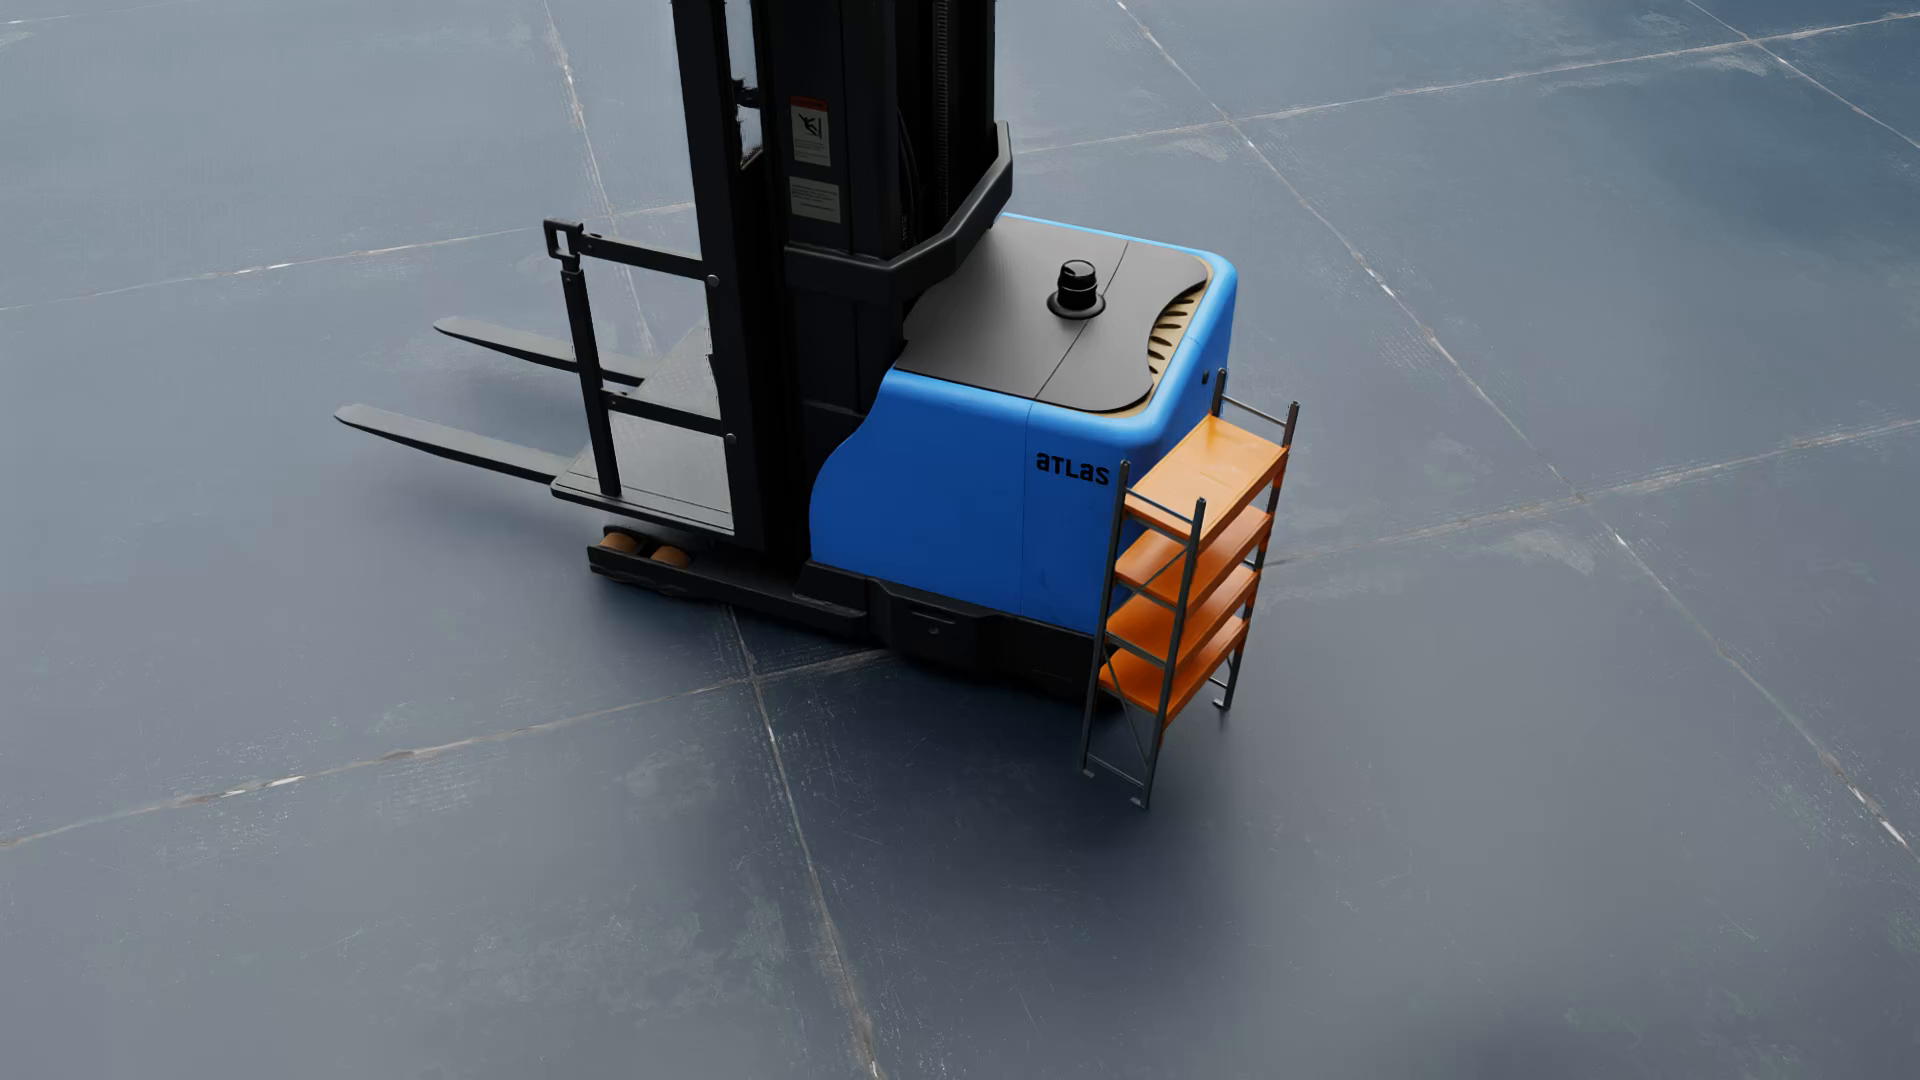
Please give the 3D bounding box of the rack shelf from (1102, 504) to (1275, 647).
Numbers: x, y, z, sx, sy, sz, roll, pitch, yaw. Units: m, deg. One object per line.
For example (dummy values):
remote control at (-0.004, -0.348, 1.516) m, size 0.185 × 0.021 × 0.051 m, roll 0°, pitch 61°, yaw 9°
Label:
rack shelf at (0.625, 0.049, 4.534) m, size 0.258 × 0.148 × 0.480 m, roll 28°, pitch 48°, yaw 24°

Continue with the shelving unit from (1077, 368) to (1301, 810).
shelving unit at (0.618, 0.164, 4.641) m, size 0.258 × 1.200 × 0.503 m, roll 28°, pitch 48°, yaw 24°

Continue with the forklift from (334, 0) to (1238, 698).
forklift at (-0.702, -1.226, 4.925) m, size 3.031 × 2.935 × 1.130 m, roll 14°, pitch 43°, yaw 16°

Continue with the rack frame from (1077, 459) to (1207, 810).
rack frame at (0.474, 0.293, 4.492) m, size 0.240 × 1.200 × 0.015 m, roll 28°, pitch 48°, yaw 24°

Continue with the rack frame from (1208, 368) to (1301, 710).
rack frame at (0.762, 0.034, 4.789) m, size 0.240 × 1.200 × 0.015 m, roll 28°, pitch 48°, yaw 24°

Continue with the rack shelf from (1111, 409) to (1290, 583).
rack shelf at (0.635, -0.124, 4.373) m, size 0.258 × 0.148 × 0.480 m, roll 28°, pitch 48°, yaw 24°

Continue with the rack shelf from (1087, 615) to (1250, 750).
rack shelf at (0.607, 0.358, 4.821) m, size 0.258 × 0.148 × 0.480 m, roll 28°, pitch 48°, yaw 24°

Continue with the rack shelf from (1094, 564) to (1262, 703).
rack shelf at (0.615, 0.213, 4.686) m, size 0.258 × 0.148 × 0.480 m, roll 28°, pitch 48°, yaw 24°
